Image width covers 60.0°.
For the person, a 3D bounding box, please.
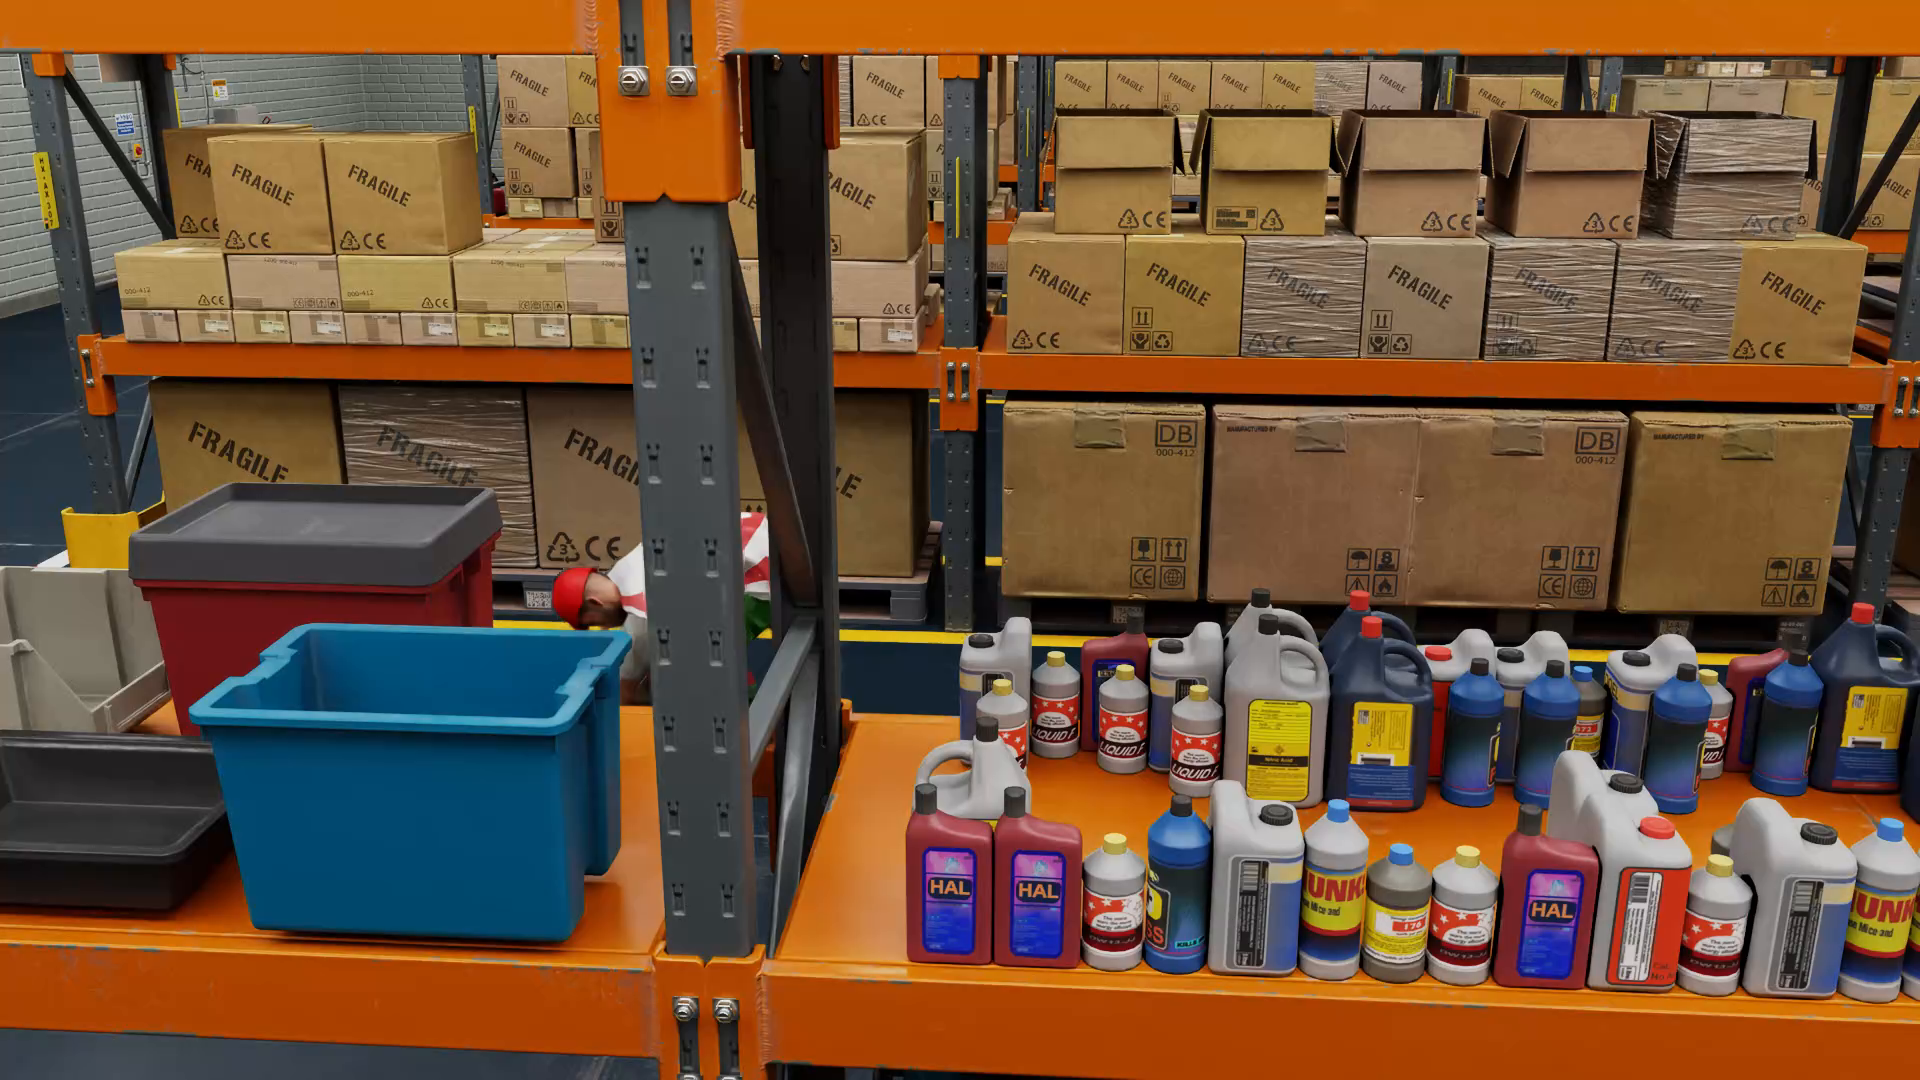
[{"bbox_3d":[-1.013,0.388,6.106,0.948,0.983,0.530,0,17,1],"label":"person"}]
